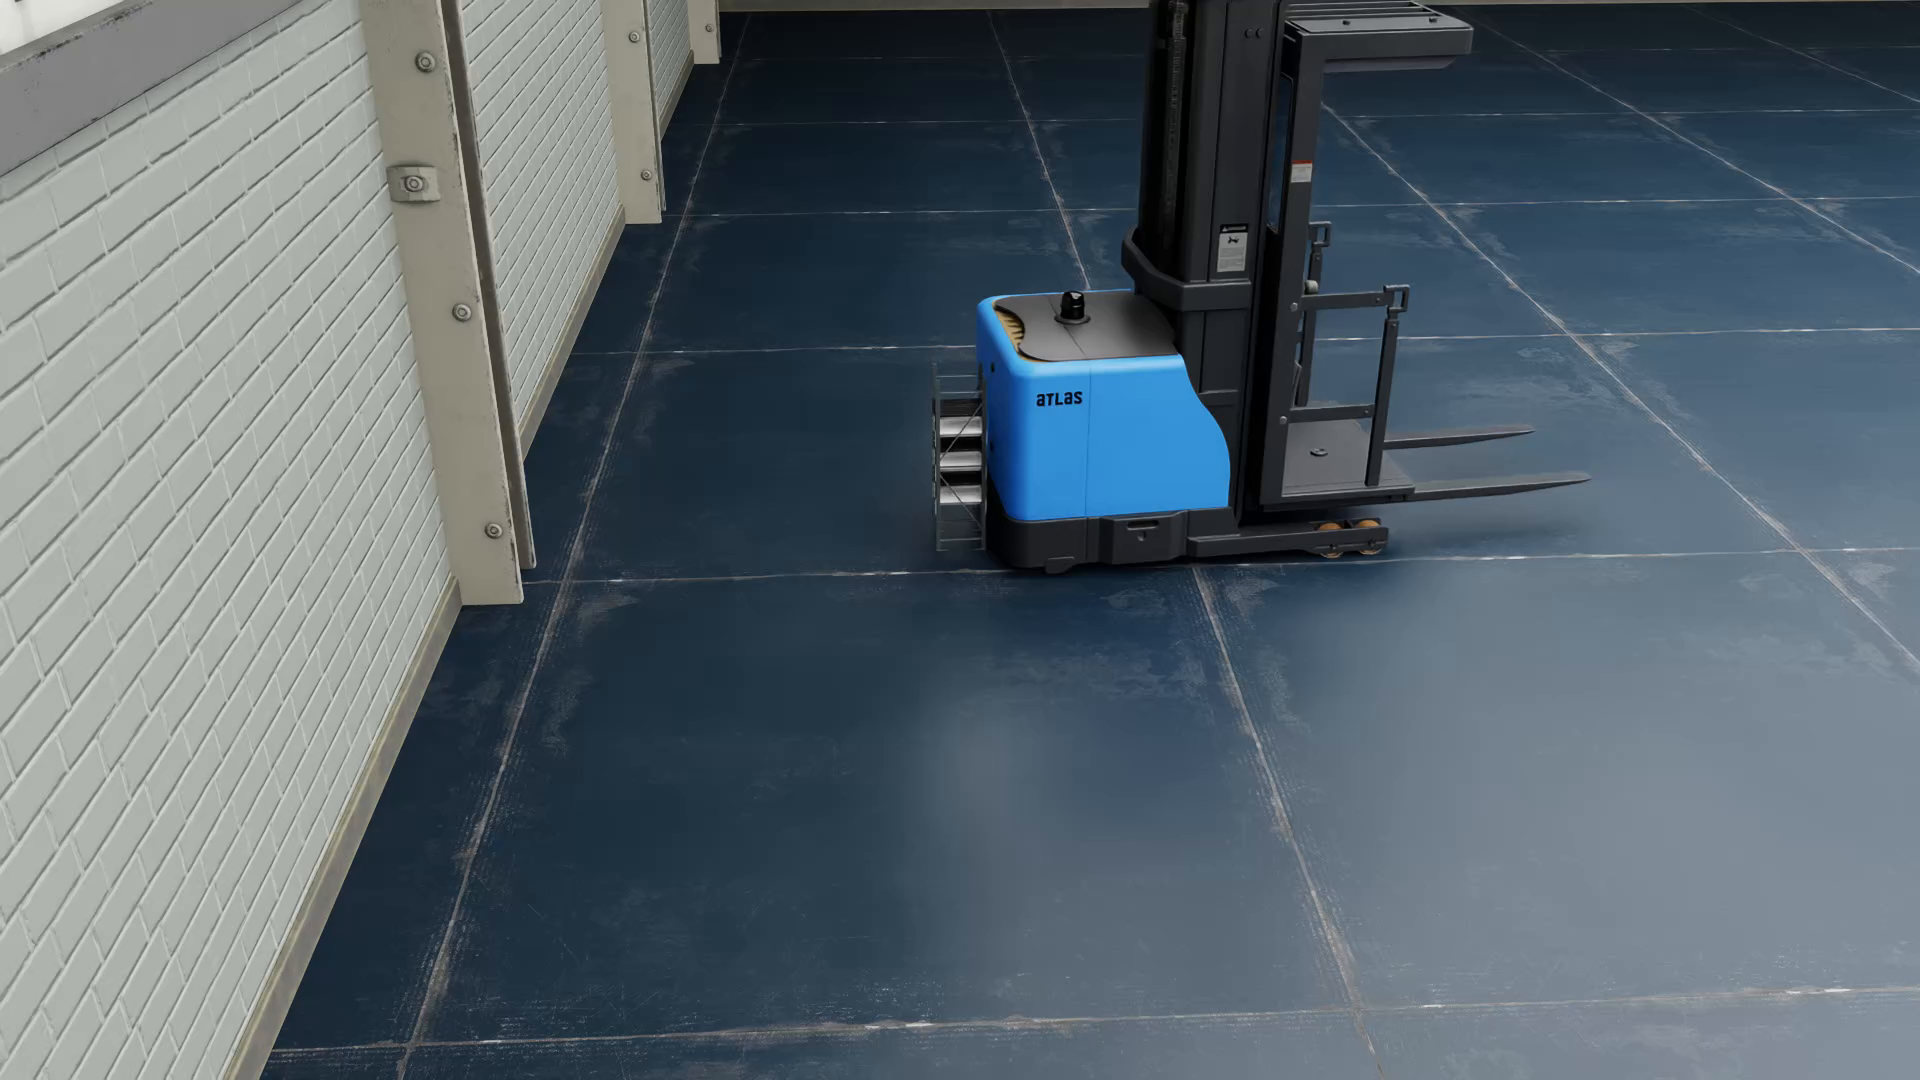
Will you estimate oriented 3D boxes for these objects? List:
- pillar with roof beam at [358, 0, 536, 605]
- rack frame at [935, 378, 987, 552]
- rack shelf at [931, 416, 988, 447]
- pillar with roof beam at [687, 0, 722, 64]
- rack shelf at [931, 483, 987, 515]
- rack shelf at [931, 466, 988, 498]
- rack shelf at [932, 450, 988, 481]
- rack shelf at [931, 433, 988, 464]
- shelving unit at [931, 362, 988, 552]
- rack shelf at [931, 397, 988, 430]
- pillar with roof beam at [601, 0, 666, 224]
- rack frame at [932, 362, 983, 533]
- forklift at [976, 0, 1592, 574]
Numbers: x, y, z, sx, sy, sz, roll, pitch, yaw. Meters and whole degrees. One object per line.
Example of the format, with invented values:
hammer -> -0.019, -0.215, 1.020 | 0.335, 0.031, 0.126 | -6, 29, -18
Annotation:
pillar with roof beam -> 2.108, -3.888, 5.974 | 9.100, 9.000, 0.400 | -1, 28, -3
rack frame -> 0.004, -0.348, 7.944 | 0.240, 0.900, 0.006 | -2, 28, -4
rack shelf -> -0.004, -0.525, 7.966 | 0.258, 0.077, 0.200 | -2, 28, -4
pillar with roof beam -> 1.482, -9.430, 16.599 | 9.100, 9.000, 0.400 | -1, 28, -3
rack shelf -> -0.004, -0.206, 8.132 | 0.258, 0.077, 0.200 | -2, 28, -4
rack shelf -> -0.004, -0.286, 8.091 | 0.258, 0.077, 0.200 | -2, 28, -4
rack shelf -> -0.004, -0.365, 8.049 | 0.258, 0.077, 0.200 | -2, 28, -4
rack shelf -> -0.004, -0.445, 8.008 | 0.258, 0.077, 0.200 | -2, 28, -4
shelving unit -> -0.004, -0.395, 8.034 | 0.258, 0.900, 0.210 | -2, 28, -4
rack shelf -> -0.004, -0.605, 7.924 | 0.258, 0.077, 0.200 | -2, 28, -4
pillar with roof beam -> 1.795, -6.659, 11.287 | 9.100, 9.000, 0.400 | -1, 28, -3
rack frame -> -0.012, -0.442, 8.124 | 0.240, 0.900, 0.006 | -2, 28, -4
forklift -> 1.633, -1.449, 7.859 | 3.031, 2.935, 1.130 | -4, 28, -8
